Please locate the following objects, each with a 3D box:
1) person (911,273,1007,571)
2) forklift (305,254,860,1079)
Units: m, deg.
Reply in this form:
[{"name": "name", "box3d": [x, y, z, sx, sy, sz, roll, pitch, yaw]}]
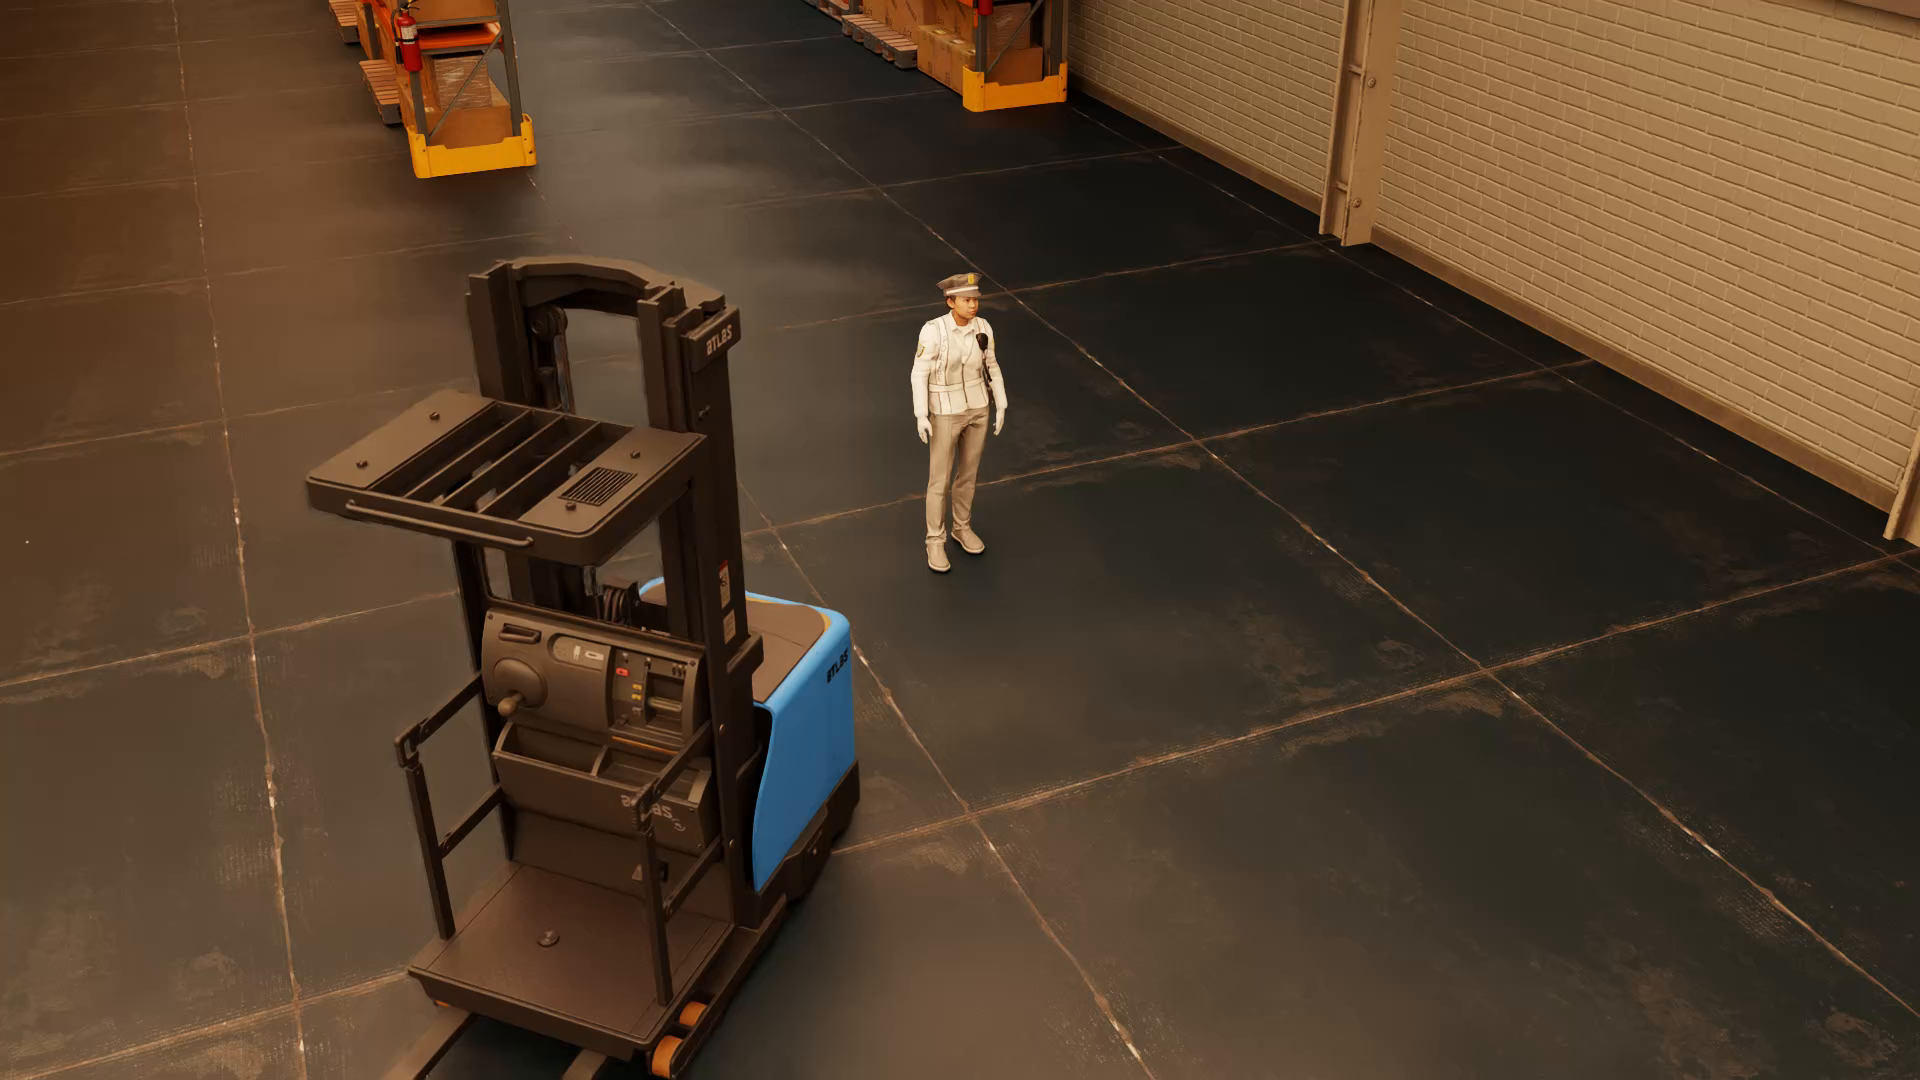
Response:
[{"name": "person", "box3d": [0.021, -0.709, 9.592, 0.586, 1.694, 0.531, -12, 32, -20]}, {"name": "forklift", "box3d": [-1.478, 0.576, 6.113, 1.130, 2.935, 3.031, 11, 32, 18]}]
